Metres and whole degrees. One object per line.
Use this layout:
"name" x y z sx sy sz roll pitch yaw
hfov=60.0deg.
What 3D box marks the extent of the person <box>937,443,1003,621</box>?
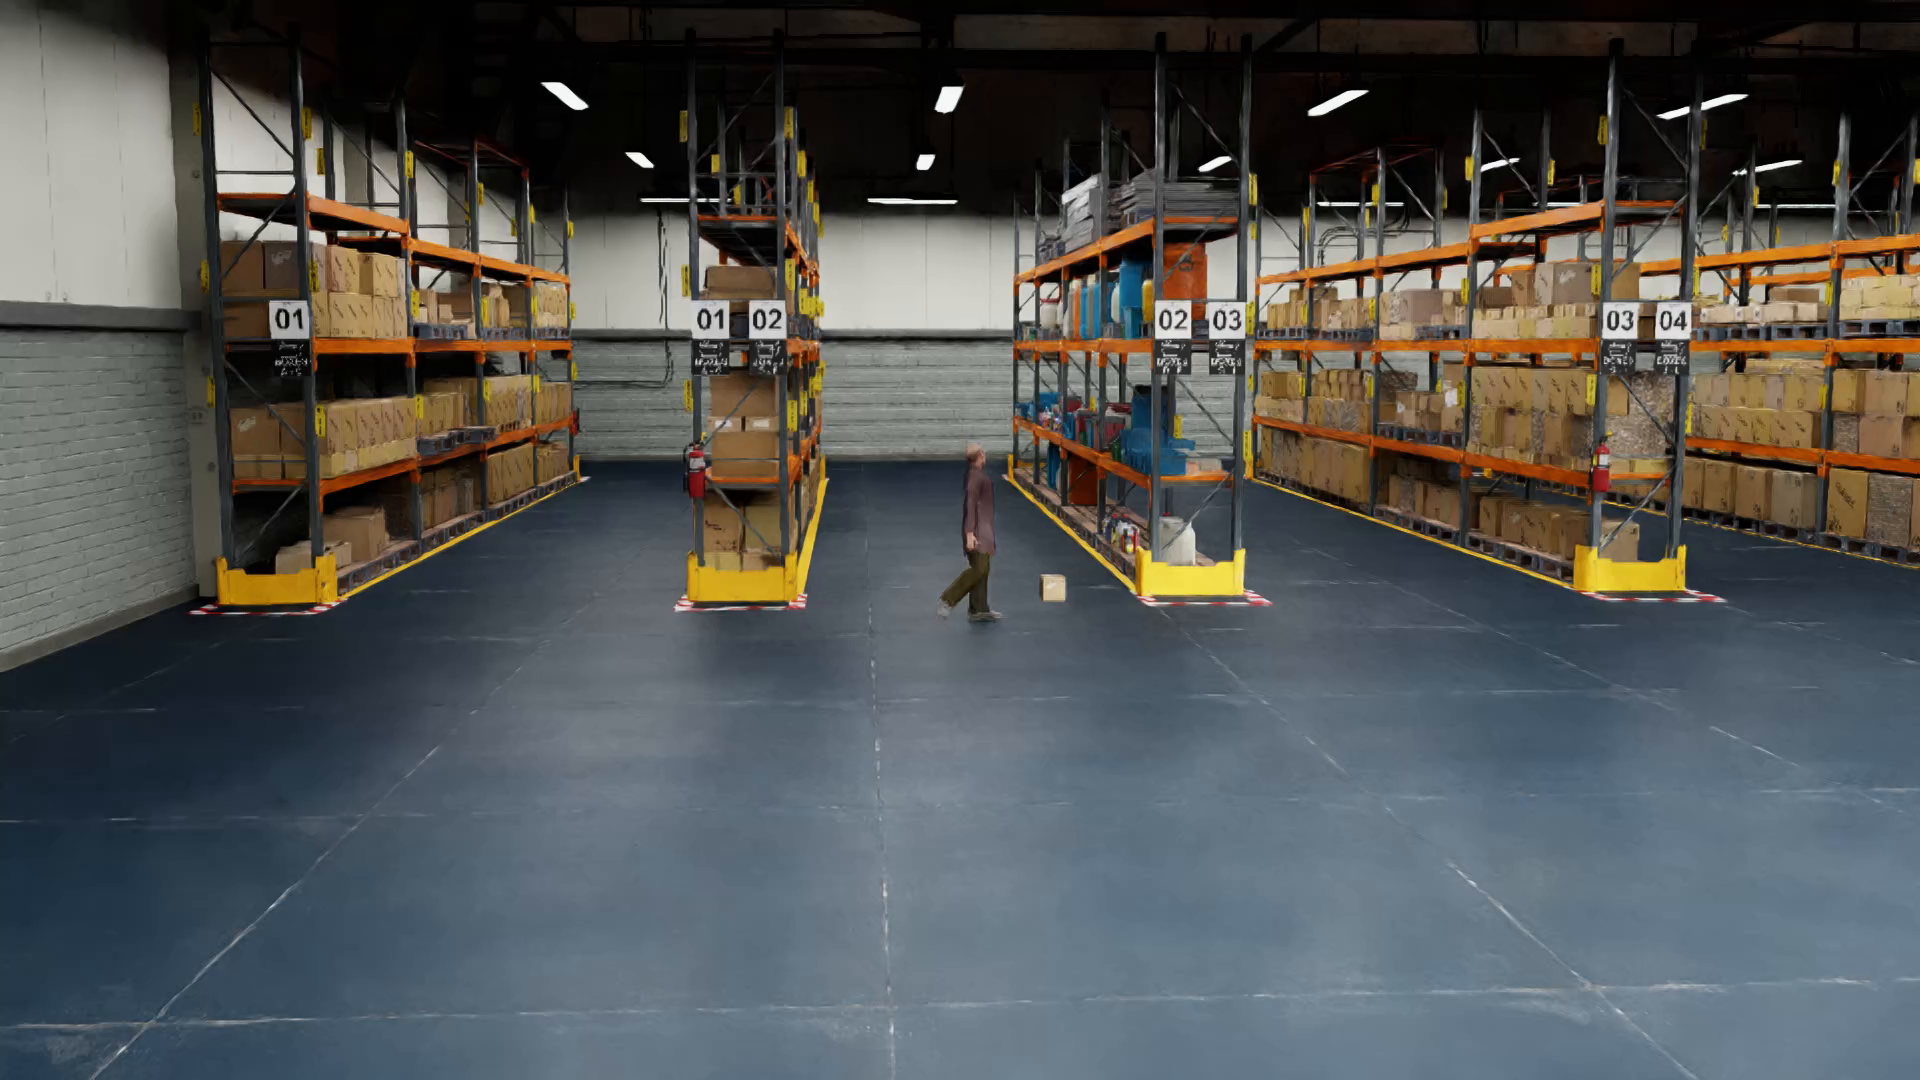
"person" 0.103 -0.061 16.333 0.661 1.771 0.787 0 7 -1
